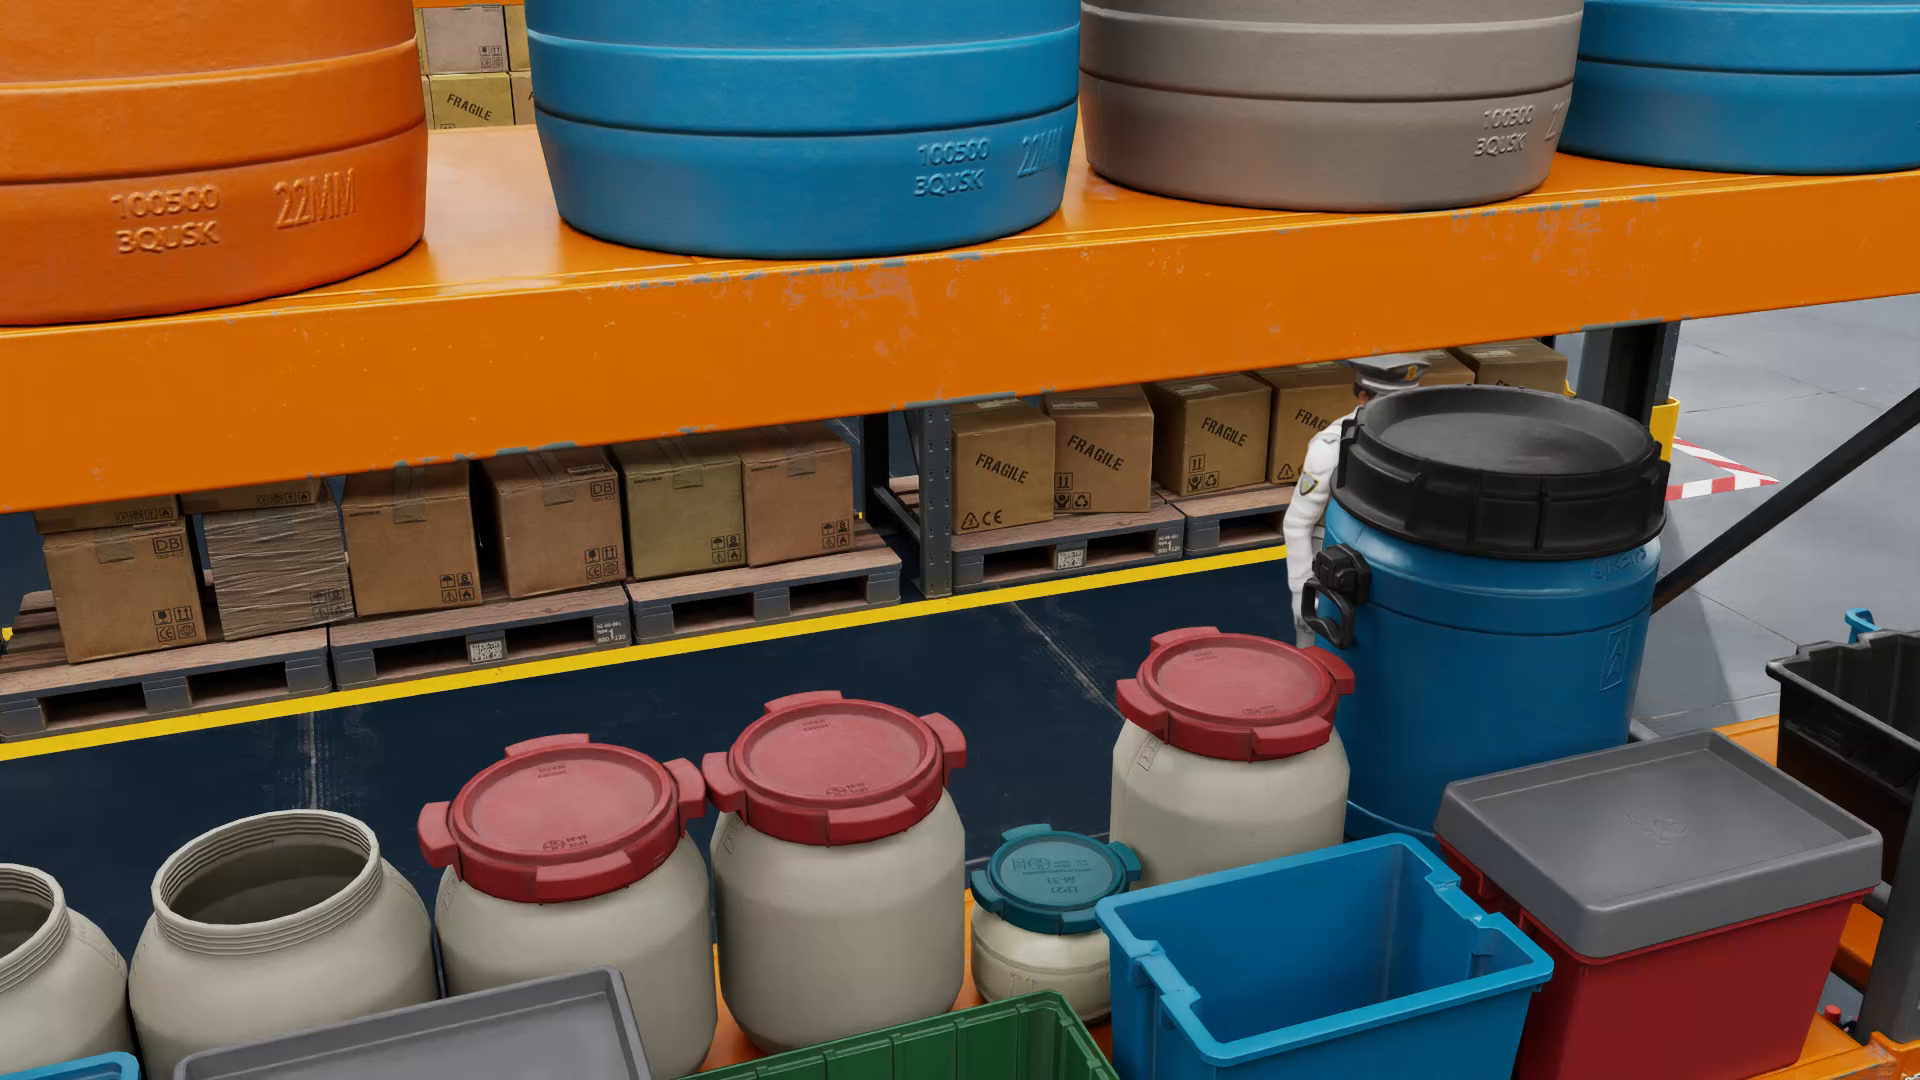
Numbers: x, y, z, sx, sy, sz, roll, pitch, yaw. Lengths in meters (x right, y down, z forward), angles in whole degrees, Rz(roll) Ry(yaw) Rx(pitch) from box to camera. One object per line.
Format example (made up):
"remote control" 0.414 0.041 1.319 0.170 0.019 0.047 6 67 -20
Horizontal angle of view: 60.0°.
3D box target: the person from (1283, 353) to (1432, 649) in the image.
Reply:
"person" 1.360 0.152 5.725 0.523 1.662 0.413 -9 24 -21
